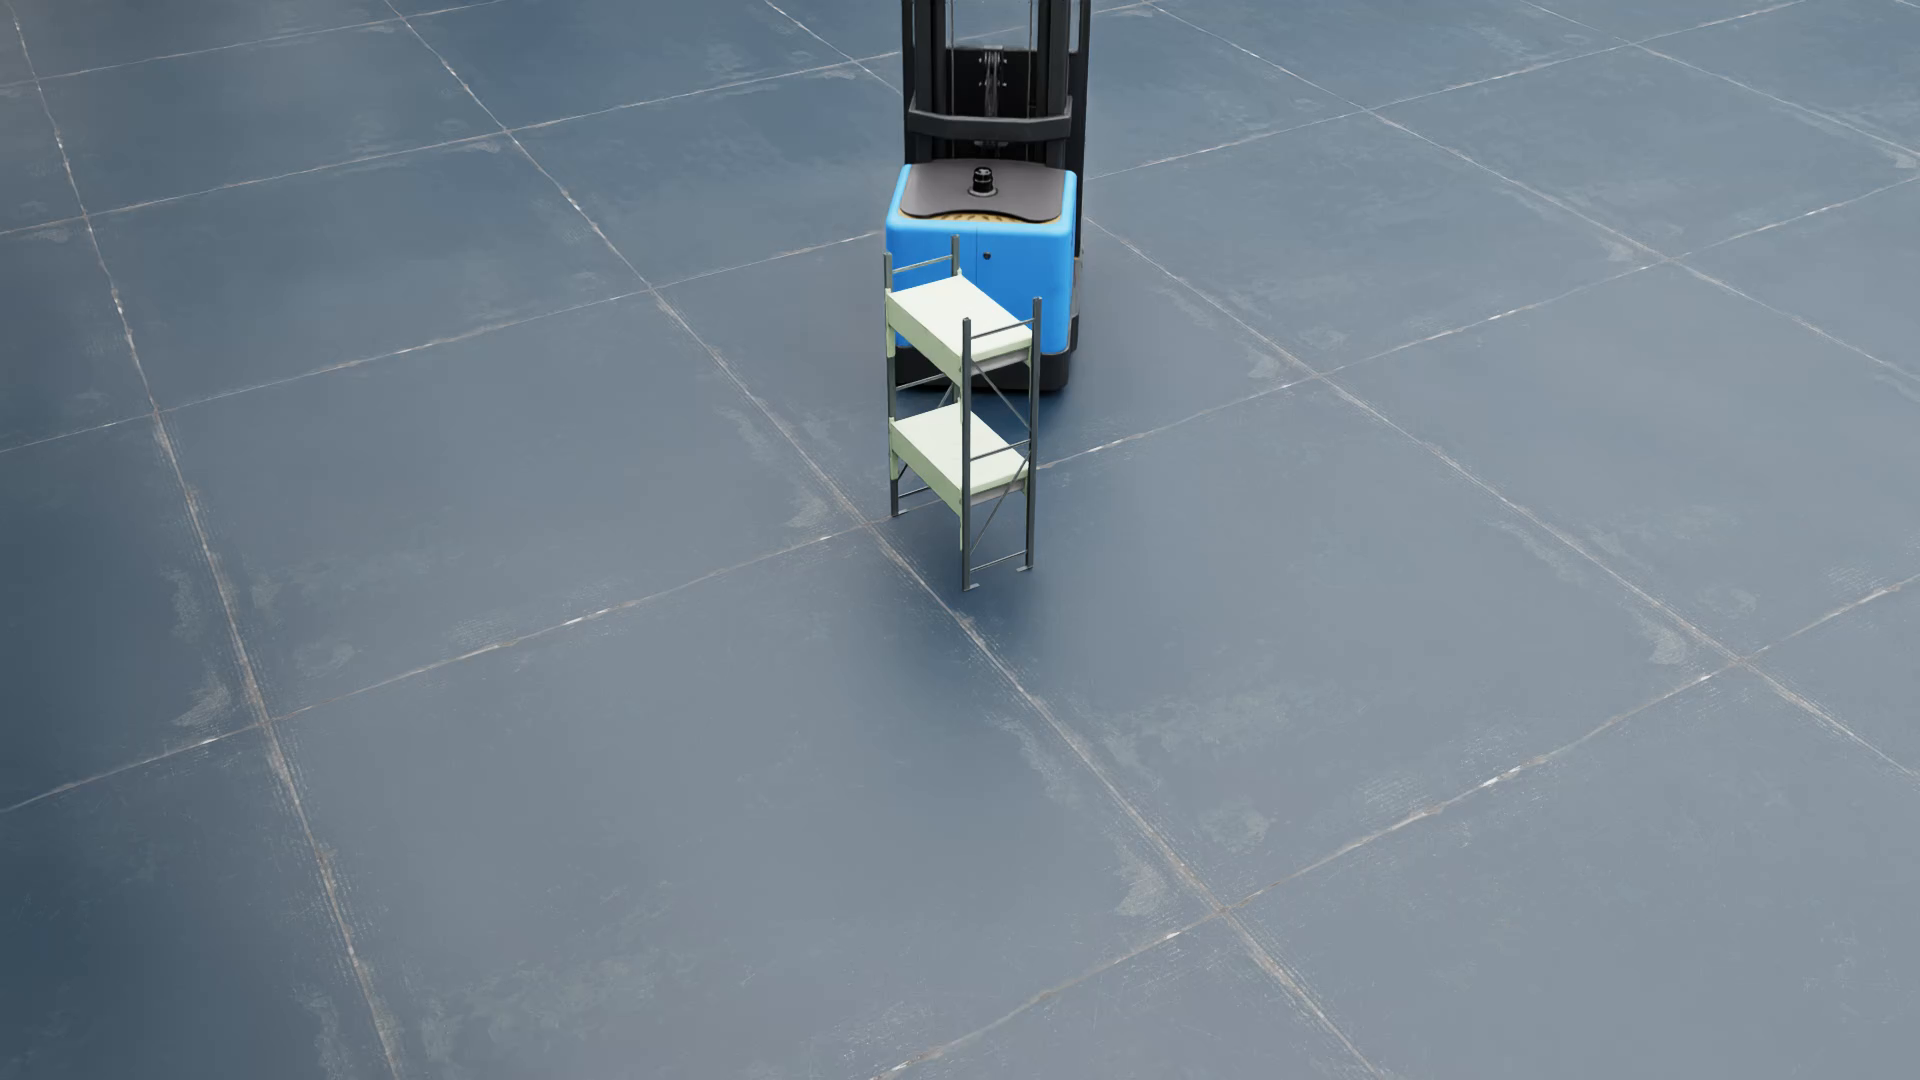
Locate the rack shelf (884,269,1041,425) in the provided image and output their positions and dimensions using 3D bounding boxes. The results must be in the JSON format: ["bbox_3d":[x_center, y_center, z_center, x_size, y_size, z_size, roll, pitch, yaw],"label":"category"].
[{"bbox_3d":[0.003,-0.917,7.800,0.431,0.370,0.720,-19,40,-24],"label":"rack shelf"}]

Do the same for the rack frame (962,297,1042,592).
[{"bbox_3d":[0.187,-0.416,7.775,0.400,1.500,0.023,-19,40,-24],"label":"rack frame"}]

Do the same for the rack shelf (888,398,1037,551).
[{"bbox_3d":[0.003,-0.339,8.223,0.431,0.370,0.720,-19,40,-24],"label":"rack shelf"}]

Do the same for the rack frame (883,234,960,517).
[{"bbox_3d":[-0.181,-0.789,8.286,0.400,1.500,0.023,-19,40,-24],"label":"rack frame"}]

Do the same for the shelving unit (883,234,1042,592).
[{"bbox_3d":[0.003,-0.602,8.030,0.431,1.500,0.755,-19,40,-24],"label":"shelving unit"}]

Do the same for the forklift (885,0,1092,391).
[{"bbox_3d":[0.232,-2.892,9.952,1.130,2.935,3.031,3,36,4],"label":"forklift"}]
